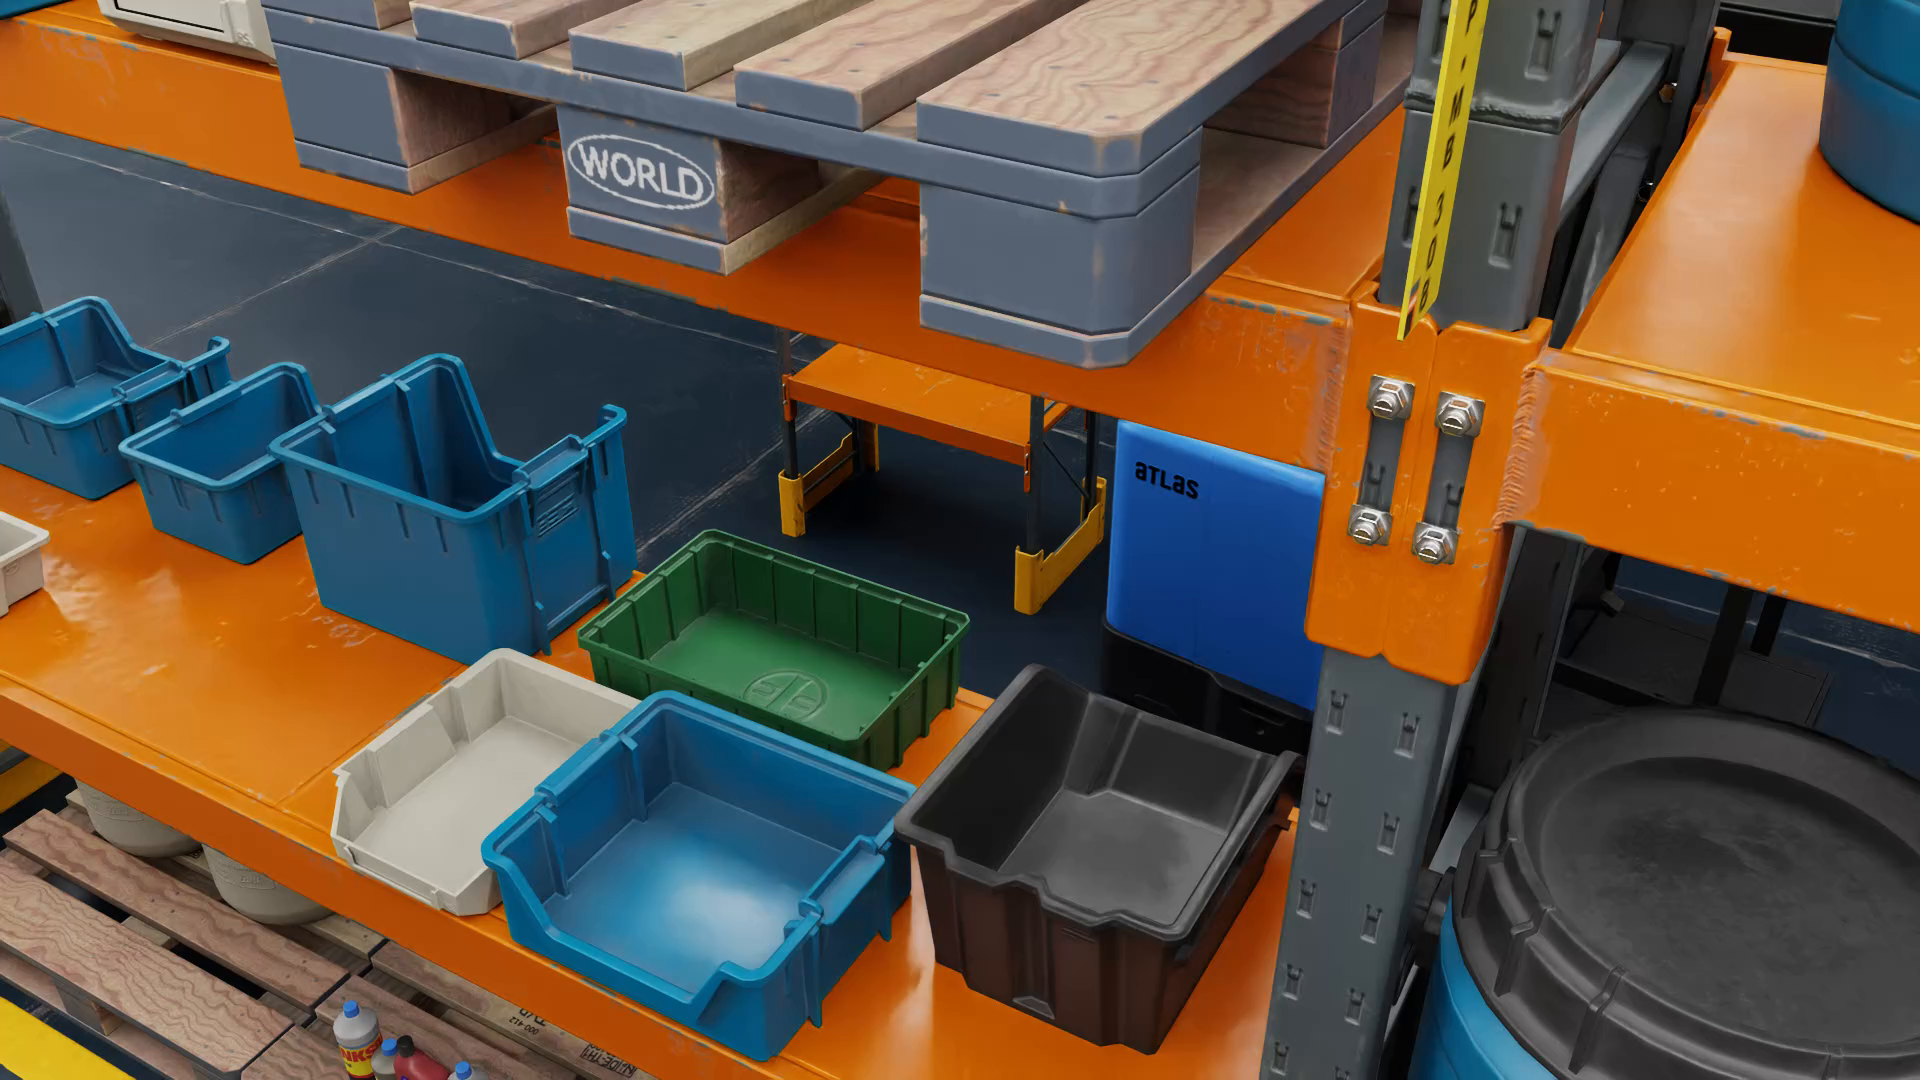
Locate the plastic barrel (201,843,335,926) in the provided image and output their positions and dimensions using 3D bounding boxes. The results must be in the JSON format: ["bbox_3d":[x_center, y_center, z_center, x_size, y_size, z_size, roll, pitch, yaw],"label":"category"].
[{"bbox_3d":[-1.760,0.712,4.340,0.421,0.512,0.421,0,34,0],"label":"plastic barrel"}]

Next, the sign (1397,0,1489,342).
[{"bbox_3d":[0.386,-0.321,1.312,0.005,0.325,0.100,18,37,24],"label":"sign"}]

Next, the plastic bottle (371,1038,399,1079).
[{"bbox_3d":[-1.295,1.228,3.828,0.097,0.201,0.097,0,34,0],"label":"plastic bottle"}]

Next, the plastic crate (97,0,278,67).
[{"bbox_3d":[-0.926,-0.716,2.151,0.396,0.136,0.243,18,37,24],"label":"plastic crate"}]

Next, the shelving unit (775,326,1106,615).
[{"bbox_3d":[-0.066,-0.645,5.866,1.083,1.500,0.587,18,37,24],"label":"shelving unit"}]

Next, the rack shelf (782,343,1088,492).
[{"bbox_3d":[-0.074,-0.498,5.969,1.000,0.185,0.538,18,37,24],"label":"rack shelf"}]

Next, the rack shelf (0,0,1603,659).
[{"bbox_3d":[-1.068,-0.830,2.733,4.000,0.370,1.077,18,37,24],"label":"rack shelf"}]

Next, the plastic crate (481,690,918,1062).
[{"bbox_3d":[-0.427,0.557,2.841,0.616,0.251,0.499,18,37,24],"label":"plastic crate"}]

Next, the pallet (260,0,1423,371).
[{"bbox_3d":[-0.007,-0.652,1.987,1.003,0.211,1.213,18,37,24],"label":"pallet"}]

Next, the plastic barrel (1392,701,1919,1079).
[{"bbox_3d":[0.853,0.713,2.021,0.708,0.901,0.600,18,37,24],"label":"plastic barrel"}]

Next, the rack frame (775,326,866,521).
[{"bbox_3d":[-0.515,-0.788,6.079,0.032,1.500,0.500,18,37,24],"label":"rack frame"}]

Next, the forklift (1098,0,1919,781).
[{"bbox_3d":[1.944,-0.443,4.270,3.031,2.935,1.130,22,39,29],"label":"forklift"}]

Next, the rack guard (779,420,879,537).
[{"bbox_3d":[-0.499,-0.262,6.418,0.087,0.250,0.587,18,37,24],"label":"rack guard"}]

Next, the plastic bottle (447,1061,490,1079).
[{"bbox_3d":[-1.088,1.264,3.709,0.097,0.271,0.097,0,34,0],"label":"plastic bottle"}]

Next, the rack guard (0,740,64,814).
[{"bbox_3d":[-2.715,0.608,4.886,0.348,0.500,1.175,18,37,24],"label":"rack guard"}]

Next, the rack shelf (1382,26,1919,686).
[{"bbox_3d":[2.405,0.270,1.081,4.000,0.370,1.077,18,37,24],"label":"rack shelf"}]

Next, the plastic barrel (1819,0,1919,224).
[{"bbox_3d":[1.217,-0.753,1.515,0.708,0.901,0.600,18,37,24],"label":"plastic barrel"}]

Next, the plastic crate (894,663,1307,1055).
[{"bbox_3d":[0.277,0.490,2.864,0.504,0.338,0.767,18,37,24],"label":"plastic crate"}]

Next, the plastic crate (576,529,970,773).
[{"bbox_3d":[-0.370,0.248,3.362,0.662,0.188,0.450,18,37,24],"label":"plastic crate"}]

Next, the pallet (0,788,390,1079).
[{"bbox_3d":[-2.013,0.954,4.627,1.213,0.211,1.003,18,37,24],"label":"pallet"}]

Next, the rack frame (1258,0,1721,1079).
[{"bbox_3d":[0.668,0.669,2.539,0.127,3.000,1.000,18,37,24],"label":"rack frame"}]

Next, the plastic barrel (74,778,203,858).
[{"bbox_3d":[-2.195,0.574,4.547,0.421,0.512,0.421,0,34,0],"label":"plastic barrel"}]

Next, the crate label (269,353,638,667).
[{"bbox_3d":[-1.072,-0.070,3.616,0.616,0.435,0.502,18,37,24],"label":"crate label"}]

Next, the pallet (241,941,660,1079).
[{"bbox_3d":[-0.958,1.290,4.122,1.213,0.211,1.003,18,37,24],"label":"pallet"}]

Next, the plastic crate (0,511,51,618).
[{"bbox_3d":[-2.187,0.080,3.662,0.250,0.136,0.298,18,37,24],"label":"plastic crate"}]

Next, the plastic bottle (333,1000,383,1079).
[{"bbox_3d":[-1.385,1.170,3.851,0.097,0.271,0.097,0,34,0],"label":"plastic bottle"}]

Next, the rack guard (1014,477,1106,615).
[{"bbox_3d":[0.366,0.012,6.007,0.087,0.250,0.587,18,37,24],"label":"rack guard"}]

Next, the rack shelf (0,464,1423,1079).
[{"bbox_3d":[-1.068,0.419,3.564,4.000,0.370,1.077,18,37,24],"label":"rack shelf"}]

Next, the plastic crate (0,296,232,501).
[{"bbox_3d":[-2.222,-0.375,4.242,0.616,0.251,0.499,18,37,24],"label":"plastic crate"}]

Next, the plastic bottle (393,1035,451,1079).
[{"bbox_3d":[-1.198,1.236,3.741,0.133,0.283,0.061,18,38,25],"label":"plastic bottle"}]

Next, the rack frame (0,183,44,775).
[{"bbox_3d":[-2.805,-0.431,4.191,0.127,3.000,1.000,18,37,24],"label":"rack frame"}]

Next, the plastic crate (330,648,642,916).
[{"bbox_3d":[-0.867,0.454,3.099,0.437,0.136,0.530,18,37,24],"label":"plastic crate"}]

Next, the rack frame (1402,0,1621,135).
[{"bbox_3d":[0.668,-1.828,0.876,0.127,3.000,1.000,18,37,24],"label":"rack frame"}]

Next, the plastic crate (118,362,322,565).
[{"bbox_3d":[-1.661,-0.194,3.969,0.408,0.251,0.499,18,37,24],"label":"plastic crate"}]

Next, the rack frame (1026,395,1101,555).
[{"bbox_3d":[0.367,-0.508,5.660,0.032,1.500,0.500,18,37,24],"label":"rack frame"}]
